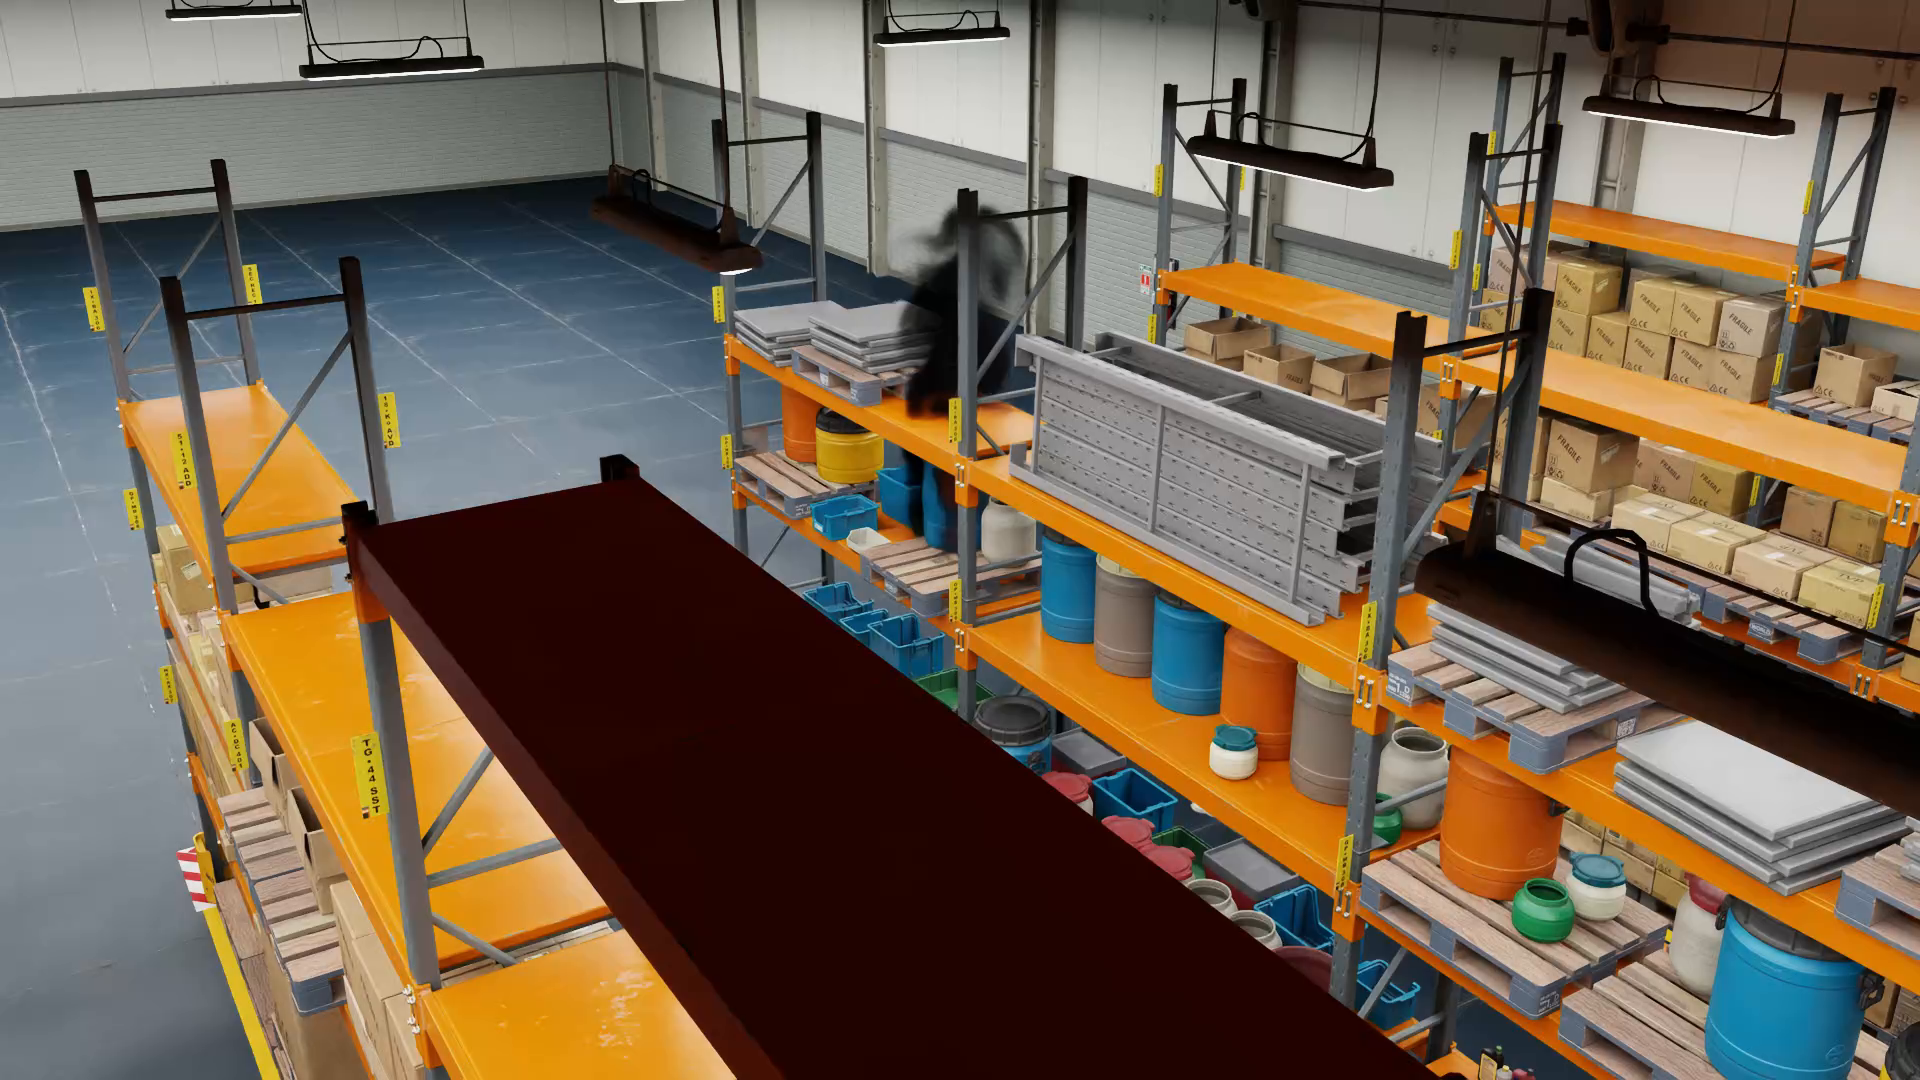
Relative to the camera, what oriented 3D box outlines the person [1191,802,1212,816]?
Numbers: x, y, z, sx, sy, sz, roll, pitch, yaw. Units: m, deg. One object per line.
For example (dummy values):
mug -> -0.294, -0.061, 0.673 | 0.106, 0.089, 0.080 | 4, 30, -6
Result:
person -> 2.282, 1.697, 14.215 | 0.576, 1.658, 0.711 | -20, 29, -40
